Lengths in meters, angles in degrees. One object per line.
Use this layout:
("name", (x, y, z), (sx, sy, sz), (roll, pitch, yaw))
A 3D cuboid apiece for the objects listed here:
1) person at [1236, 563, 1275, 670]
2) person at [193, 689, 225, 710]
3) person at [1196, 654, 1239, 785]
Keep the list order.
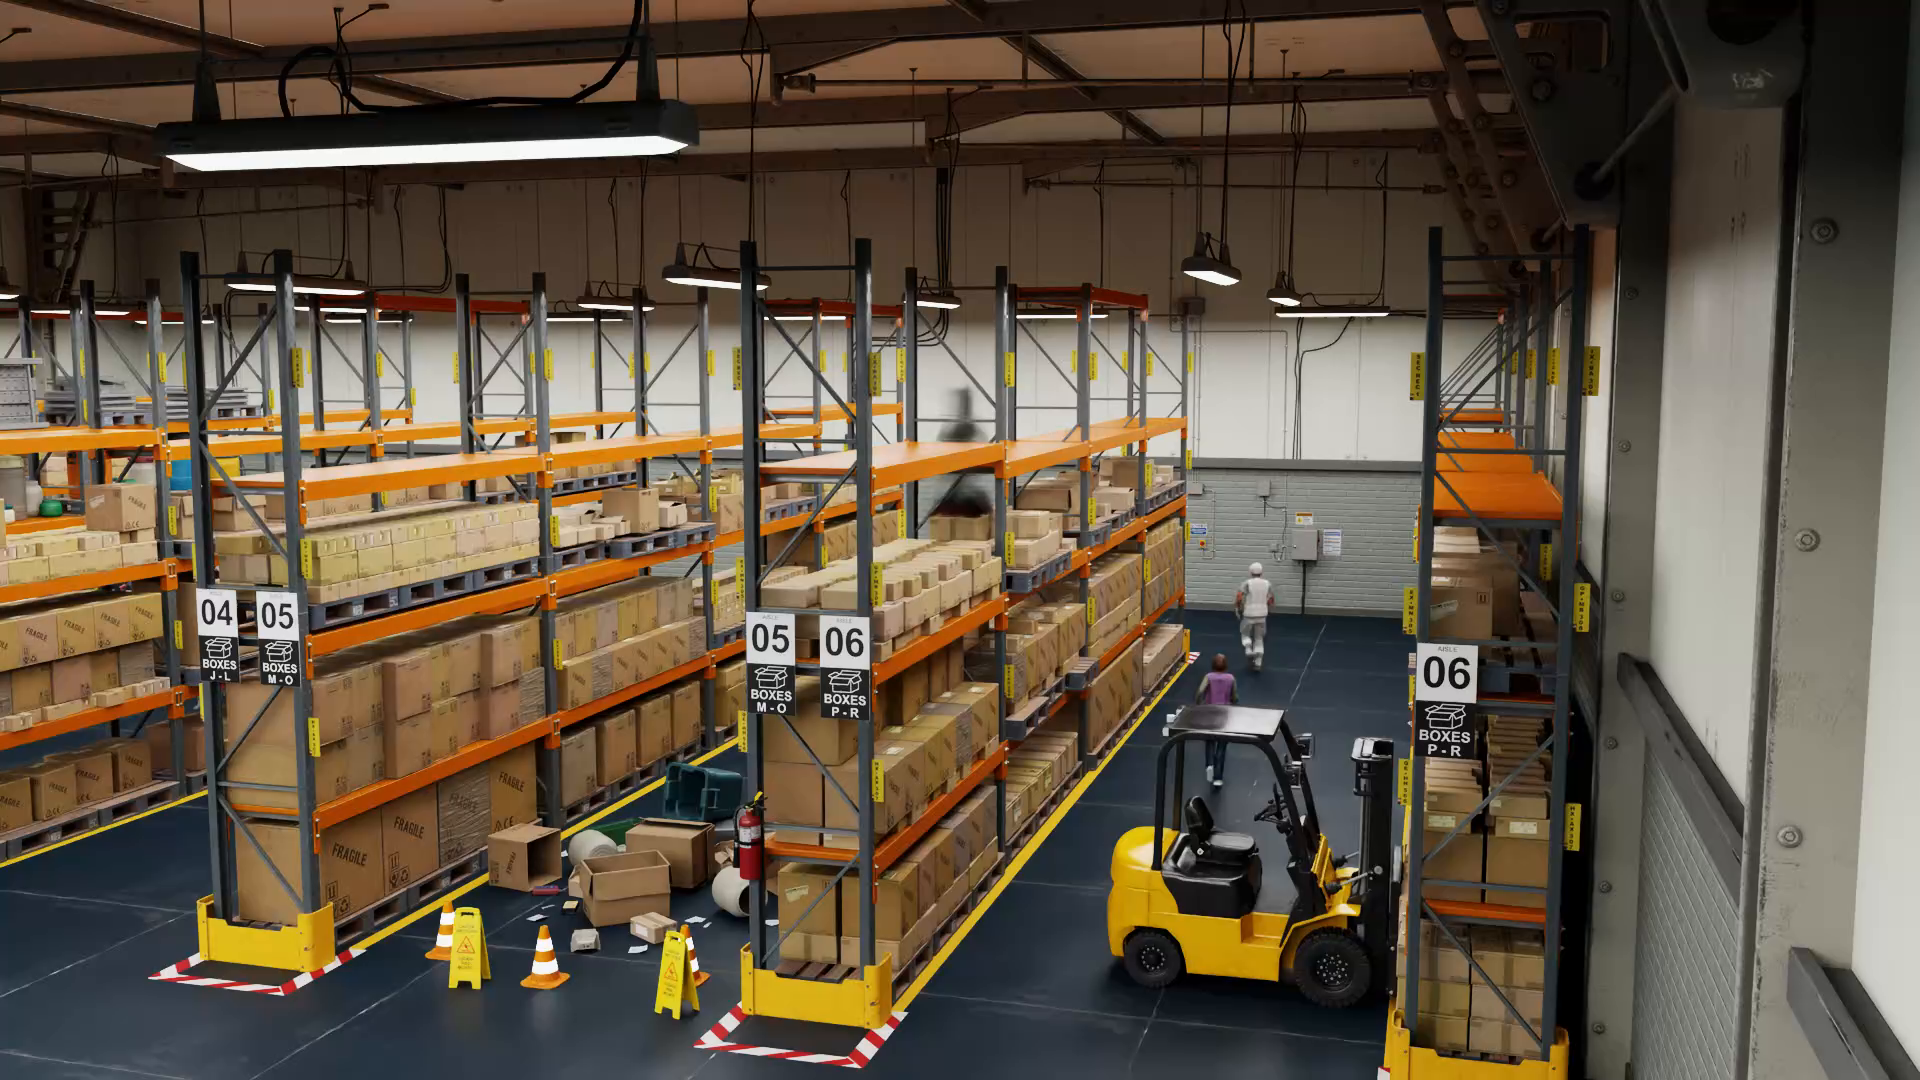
("person", (4.812, 1.232, 27.314), (0.680, 1.746, 0.609), (0, 6, -4))
("person", (-11.064, 1.591, 24.336), (0.683, 1.739, 0.616), (1, 7, 11))
("person", (3.080, 2.194, 19.945), (0.504, 1.486, 0.732), (1, 6, 10))
